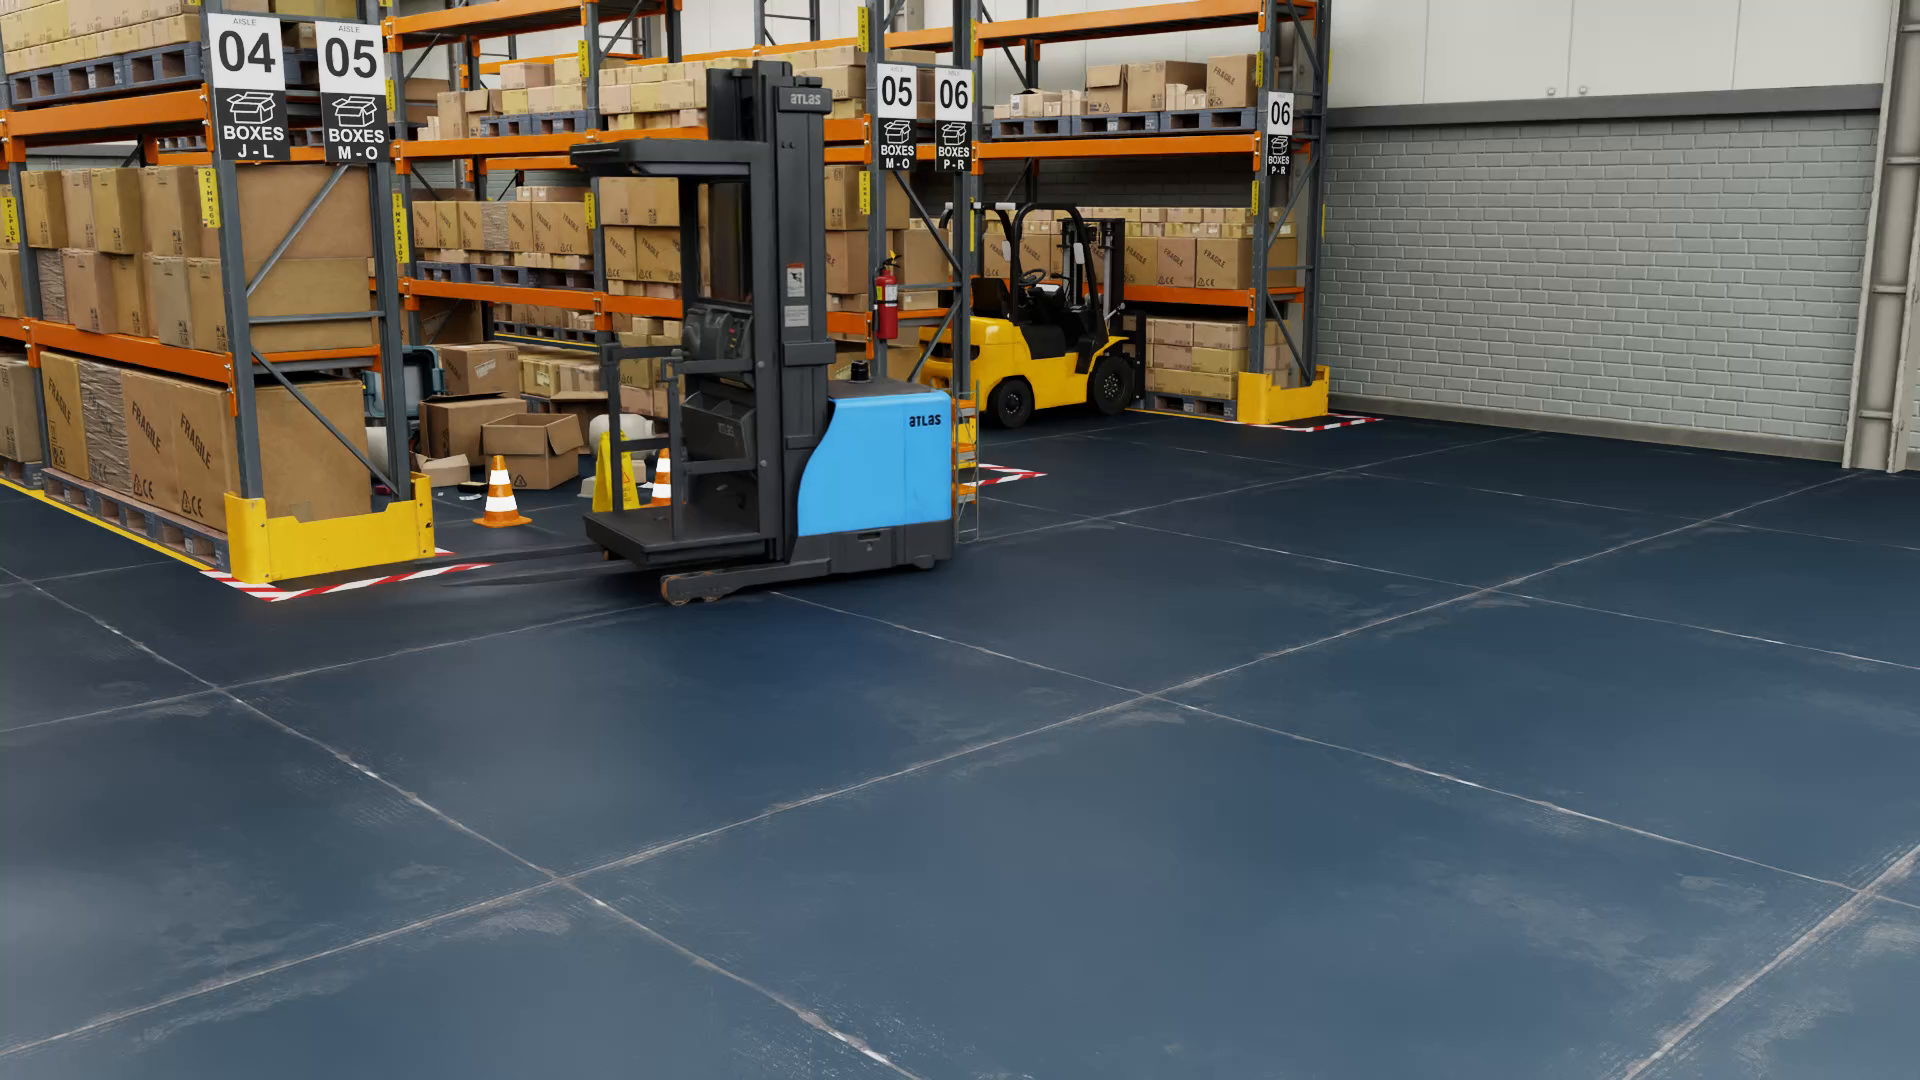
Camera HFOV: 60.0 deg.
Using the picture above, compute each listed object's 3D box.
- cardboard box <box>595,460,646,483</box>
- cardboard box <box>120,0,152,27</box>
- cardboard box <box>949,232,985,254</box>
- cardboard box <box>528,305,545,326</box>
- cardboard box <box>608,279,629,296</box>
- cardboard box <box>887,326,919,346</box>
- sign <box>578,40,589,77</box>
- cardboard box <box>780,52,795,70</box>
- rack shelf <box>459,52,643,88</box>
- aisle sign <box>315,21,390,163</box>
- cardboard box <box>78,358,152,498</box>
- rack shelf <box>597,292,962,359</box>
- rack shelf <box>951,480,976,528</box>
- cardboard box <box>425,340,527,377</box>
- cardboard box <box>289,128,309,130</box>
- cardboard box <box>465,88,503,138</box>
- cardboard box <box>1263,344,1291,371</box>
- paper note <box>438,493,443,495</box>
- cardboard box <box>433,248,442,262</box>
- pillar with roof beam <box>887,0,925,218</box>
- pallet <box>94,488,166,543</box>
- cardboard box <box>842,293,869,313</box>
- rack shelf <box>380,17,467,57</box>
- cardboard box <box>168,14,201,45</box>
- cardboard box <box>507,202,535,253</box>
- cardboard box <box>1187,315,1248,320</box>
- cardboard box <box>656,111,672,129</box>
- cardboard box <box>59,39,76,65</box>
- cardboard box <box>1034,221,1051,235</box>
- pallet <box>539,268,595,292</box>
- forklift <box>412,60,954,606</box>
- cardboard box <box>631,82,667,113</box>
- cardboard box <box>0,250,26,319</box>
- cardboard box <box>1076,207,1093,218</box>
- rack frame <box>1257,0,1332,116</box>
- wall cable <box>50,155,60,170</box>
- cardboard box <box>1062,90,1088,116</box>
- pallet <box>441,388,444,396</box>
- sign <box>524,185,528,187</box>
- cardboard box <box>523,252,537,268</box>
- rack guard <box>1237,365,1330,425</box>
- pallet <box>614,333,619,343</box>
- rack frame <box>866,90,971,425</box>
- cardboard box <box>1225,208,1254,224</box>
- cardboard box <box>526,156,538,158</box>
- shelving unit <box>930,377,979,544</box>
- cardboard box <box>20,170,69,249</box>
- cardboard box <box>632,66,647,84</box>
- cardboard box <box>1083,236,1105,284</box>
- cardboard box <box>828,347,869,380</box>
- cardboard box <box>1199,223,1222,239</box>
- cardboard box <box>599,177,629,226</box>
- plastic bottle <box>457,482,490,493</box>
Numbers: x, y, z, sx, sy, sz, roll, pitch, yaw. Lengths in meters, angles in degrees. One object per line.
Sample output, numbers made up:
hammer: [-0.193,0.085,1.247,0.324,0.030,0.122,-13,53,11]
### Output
cardboard box: [-2.682,-0.535,13.141,0.380,0.149,0.250,-3,12,-13]
cardboard box: [-4.711,-3.219,10.015,0.500,0.250,0.500,-11,16,-42]
cardboard box: [-0.015,-3.505,19.625,0.500,0.250,0.500,-11,16,-44]
cardboard box: [-6.569,-3.707,26.624,0.500,0.500,0.500,-11,16,-42]
cardboard box: [-3.093,-2.392,15.711,0.380,0.149,0.250,-11,16,-43]
cardboard box: [-0.390,-2.529,20.599,0.875,0.625,0.625,-11,16,-43]
sign: [-3.477,-4.443,15.353,0.100,0.325,0.005,-11,16,-43]
cardboard box: [-1.241,-3.889,13.565,0.380,0.149,0.250,-11,16,-42]
rack shelf: [-6.397,-7.342,26.037,1.077,0.370,4.000,-11,16,-43]
aisle sign: [-3.560,-2.622,9.762,0.394,0.787,0.004,-11,16,-43]
cardboard box: [-5.580,-0.834,11.749,0.875,0.875,0.875,-11,16,-42]
rack shelf: [-1.697,-1.961,14.781,1.077,0.370,4.000,-11,16,-43]
rack shelf: [-0.037,-0.239,10.902,0.215,0.259,0.240,-11,16,-43]
cardboard box: [-5.458,-2.024,18.775,0.625,0.372,0.950,10,16,41]
cardboard box: [-7.982,-5.100,20.338,0.250,0.166,0.380,10,16,41]
cardboard box: [-4.767,-4.491,17.584,0.797,0.503,0.637,-11,16,-43]
cardboard box: [3.097,-1.916,17.310,0.500,0.250,0.500,-11,16,-42]
paper note: [-3.926,-0.348,12.574,0.032,0.001,0.123,-3,12,-13]
cardboard box: [-5.580,-3.153,18.363,0.250,0.149,0.380,11,16,42]
pillar with roof beam: [-3.815,-6.155,18.488,9.100,9.000,0.400,-11,16,-43]
pallet: [-5.273,-0.235,11.531,1.003,0.211,1.213,-11,16,-43]
cardboard box: [-0.729,-1.924,13.437,0.380,0.149,0.250,-10,15,-41]
rack shelf: [-7.222,-5.871,19.883,1.077,0.370,4.000,-11,16,-43]
cardboard box: [-4.301,-2.919,9.549,0.380,0.149,0.250,-11,16,-43]
cardboard box: [-4.259,-3.190,16.935,0.500,0.500,0.500,-10,15,-41]
cardboard box: [2.729,-2.232,17.606,0.500,0.250,0.500,-11,16,-42]
cardboard box: [-2.505,-3.763,14.933,0.380,0.149,0.250,-10,15,-41]
cardboard box: [-5.702,-3.216,10.987,0.380,0.149,0.250,-11,16,-43]
cardboard box: [1.036,-3.463,18.433,0.380,0.149,0.250,-10,16,-41]
pallet: [-3.501,-2.644,16.784,1.003,0.211,1.213,-11,16,-43]
forklift: [-1.569,-1.196,9.451,3.031,2.935,1.130,-7,13,-30]
cardboard box: [-2.610,-3.971,14.952,0.500,0.250,0.500,-11,16,-43]
cardboard box: [-7.142,-1.989,12.884,0.500,0.500,0.500,-11,16,-43]
cardboard box: [1.462,-3.545,18.094,0.380,0.149,0.250,-11,16,-43]
rack frame: [3.272,-5.652,16.046,1.000,3.000,0.127,-11,16,-43]
wall cable: [-15.276,-5.690,28.499,0.585,1.953,0.123,-11,16,-43]
cardboard box: [1.315,-4.697,17.887,0.258,0.266,0.396,11,16,44]
pallet: [-5.302,-1.709,18.686,1.003,0.211,1.213,-11,16,-43]
sign: [-7.363,-5.846,28.198,0.100,0.325,0.005,-11,16,-43]
cardboard box: [-4.185,-2.835,16.821,0.380,0.149,0.250,-11,16,-42]
rack guard: [3.288,-1.486,16.887,1.175,0.500,0.348,-11,16,-43]
pallet: [-4.426,-2.986,24.883,1.003,0.211,1.213,-11,16,-43]
rack frame: [-0.316,-2.022,13.292,1.000,3.000,0.127,-11,16,-43]
cardboard box: [2.872,-3.249,16.657,0.380,0.149,0.250,-11,16,-42]
cardboard box: [-6.562,-6.043,26.000,0.380,0.149,0.250,-10,16,-41]
shelving unit: [-0.037,-0.522,10.843,0.215,1.050,0.252,-11,16,-43]
cardboard box: [-6.359,-2.445,12.297,0.875,0.550,0.550,-11,16,-43]
cardboard box: [-2.720,-4.177,14.966,0.250,0.149,0.380,11,16,43]
cardboard box: [1.681,-3.022,17.898,0.500,0.500,0.500,-11,16,-42]
cardboard box: [-1.058,-1.329,13.842,0.500,0.500,0.500,-11,16,-42]
cardboard box: [2.631,-3.126,16.793,0.380,0.149,0.250,-11,16,-42]
cardboard box: [-2.931,-3.196,15.526,0.700,0.500,0.500,-11,16,-43]
plastic bottle: [-3.747,-0.405,12.727,0.283,0.061,0.133,6,13,26]
